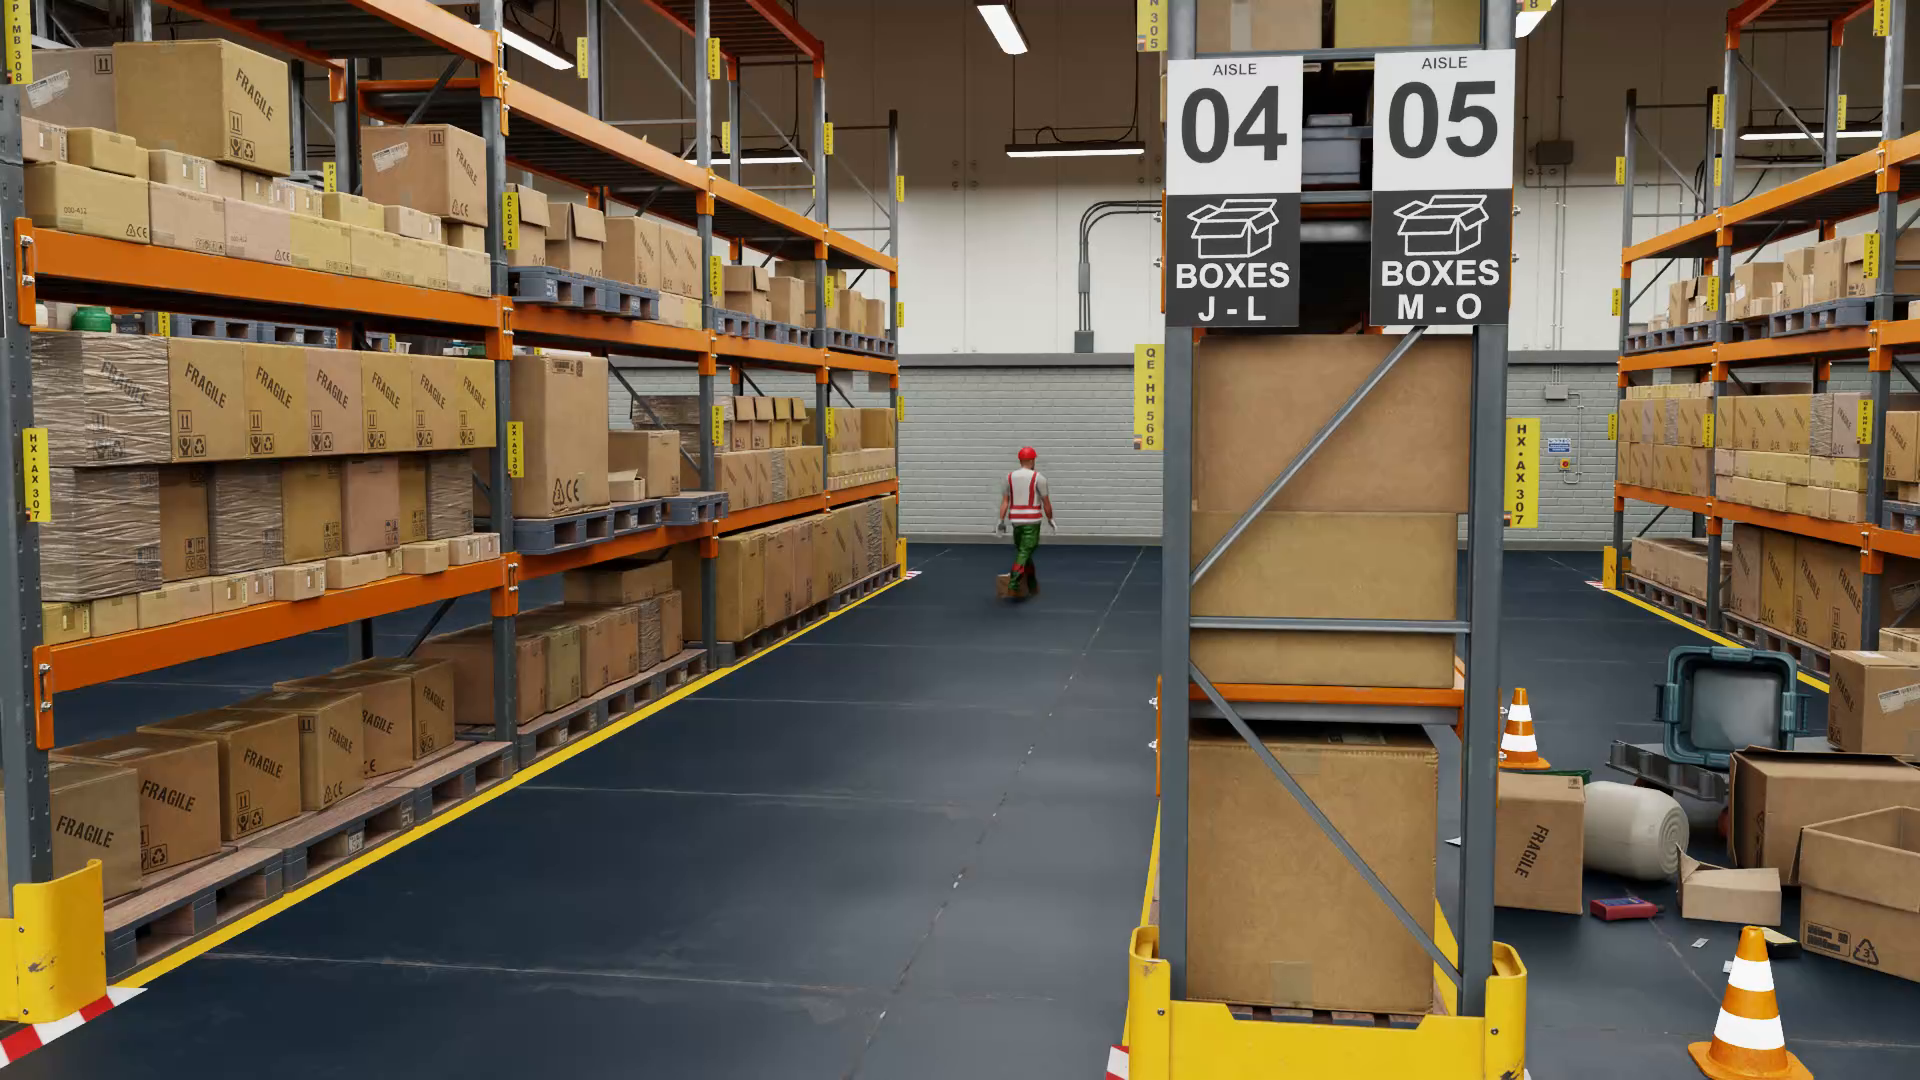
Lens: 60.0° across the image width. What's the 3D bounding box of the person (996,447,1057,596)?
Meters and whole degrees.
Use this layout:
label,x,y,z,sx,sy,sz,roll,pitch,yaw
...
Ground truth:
label,x,y,z,sx,sy,sz,roll,pitch,yaw
person,0.798,-0.211,19.227,0.609,1.733,1.076,3,5,31
